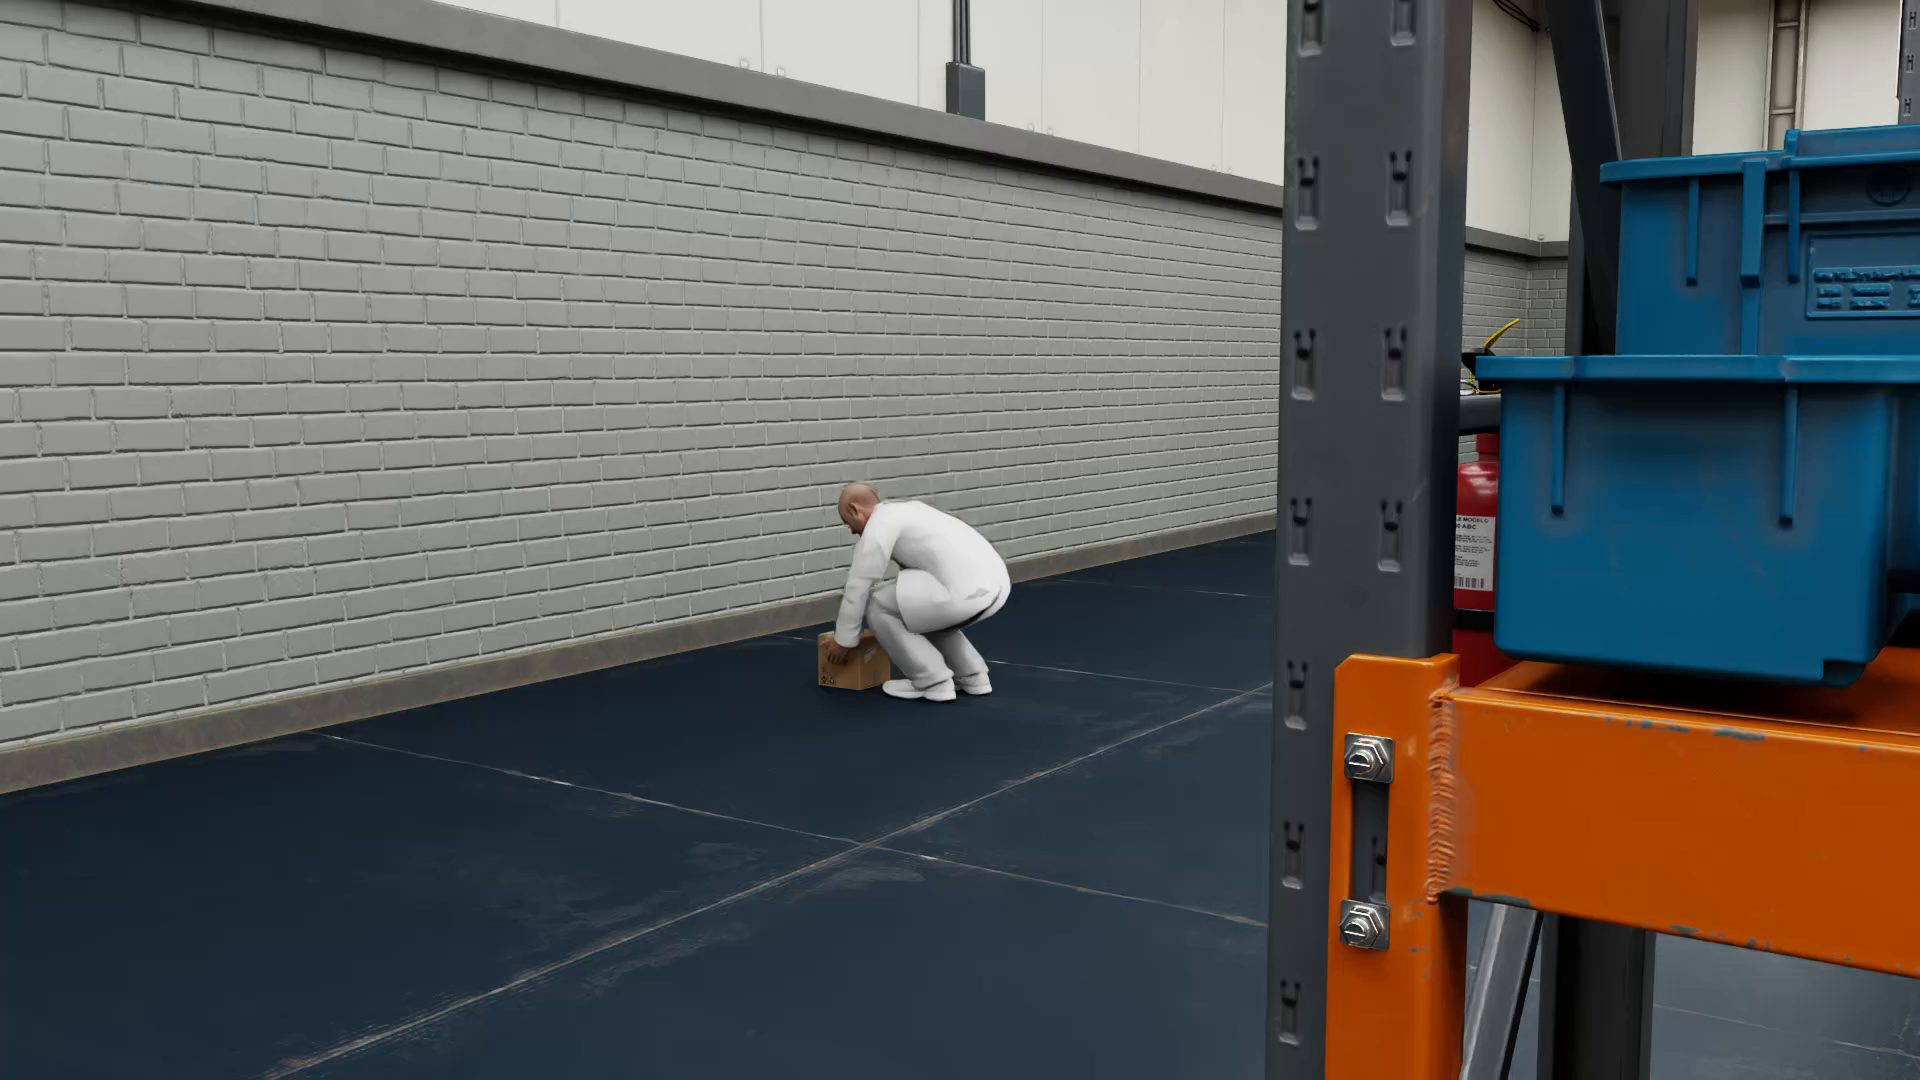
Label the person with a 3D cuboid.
[{"bbox_3d":[-0.198,0.236,7.790,0.902,0.983,0.610,4,7,33],"label":"person"}]
